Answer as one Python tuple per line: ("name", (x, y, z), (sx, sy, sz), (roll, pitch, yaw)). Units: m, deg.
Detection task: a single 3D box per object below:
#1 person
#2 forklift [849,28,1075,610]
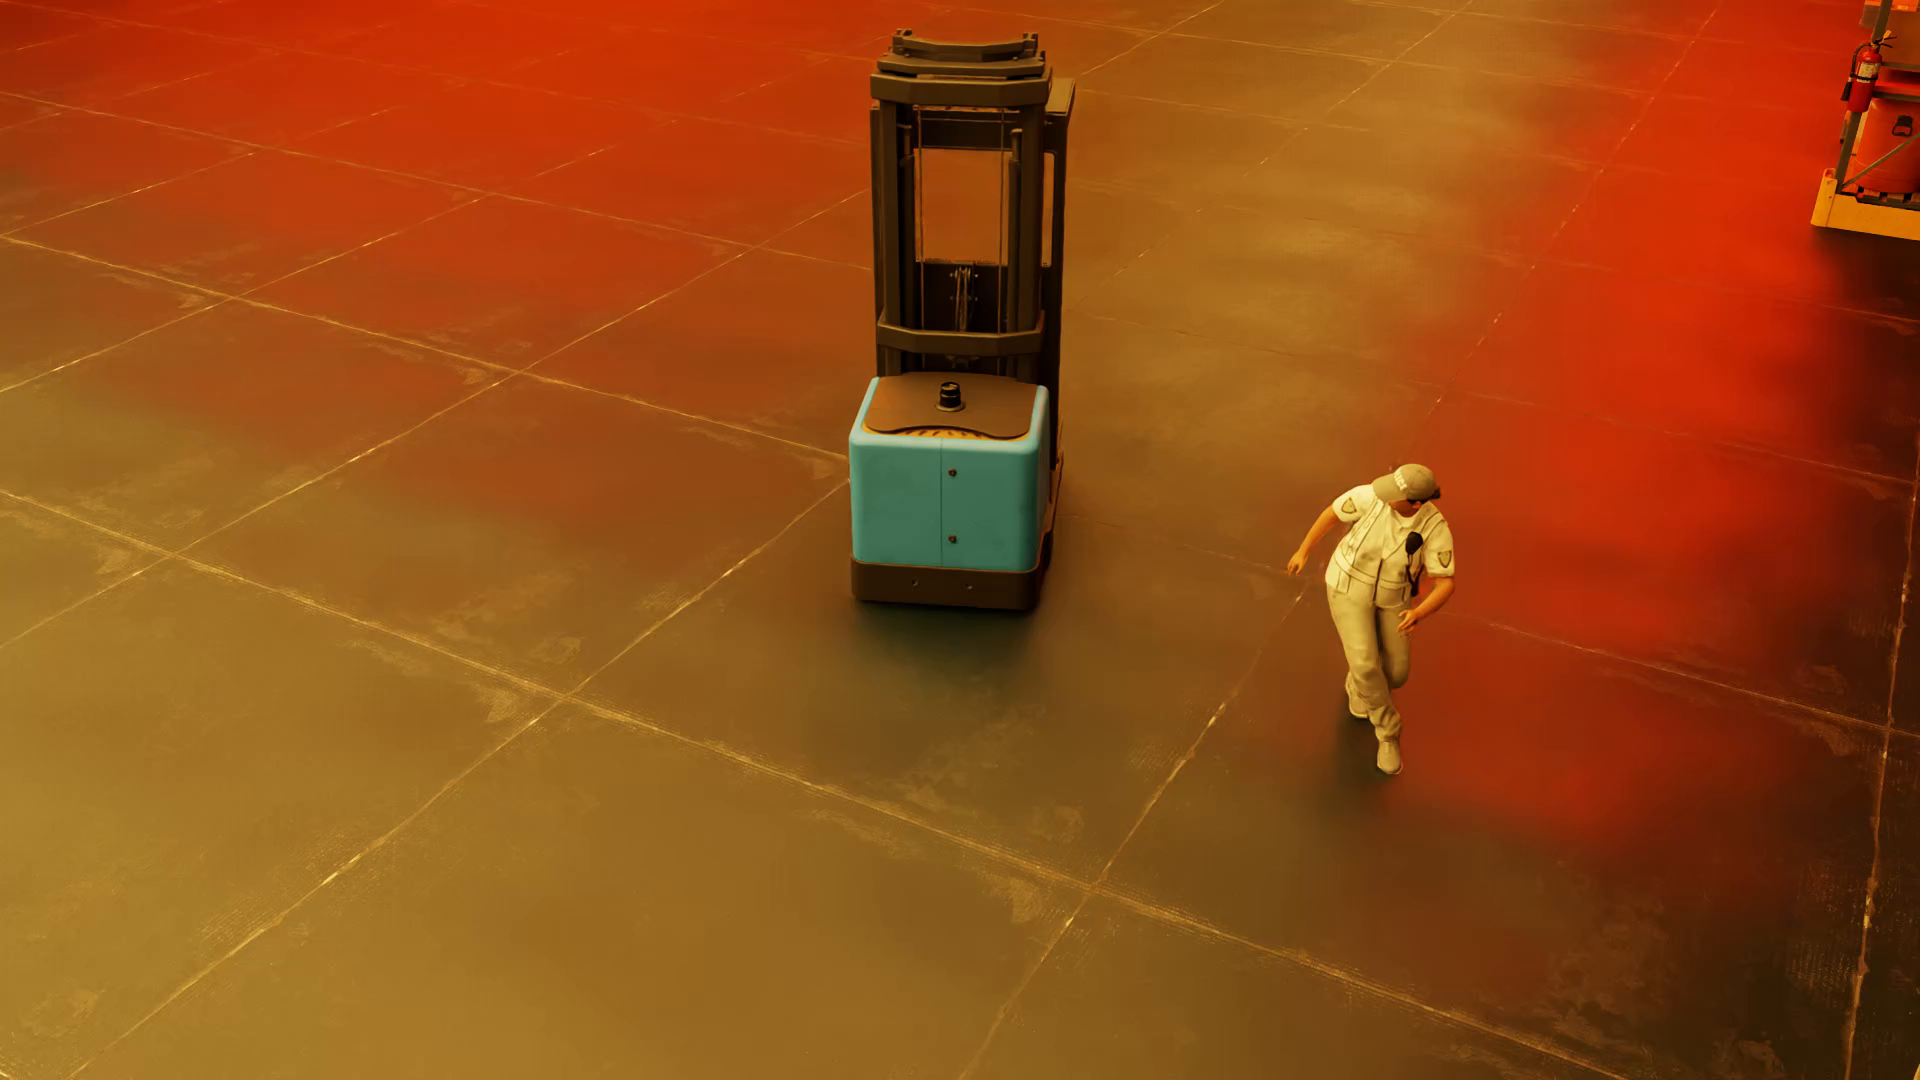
("person", (1.958, 0.311, 7.964), (0.726, 1.537, 0.772), (2, 30, 3))
("forklift", (0.078, -1.596, 9.837), (1.130, 2.935, 3.031), (3, 30, 6))
